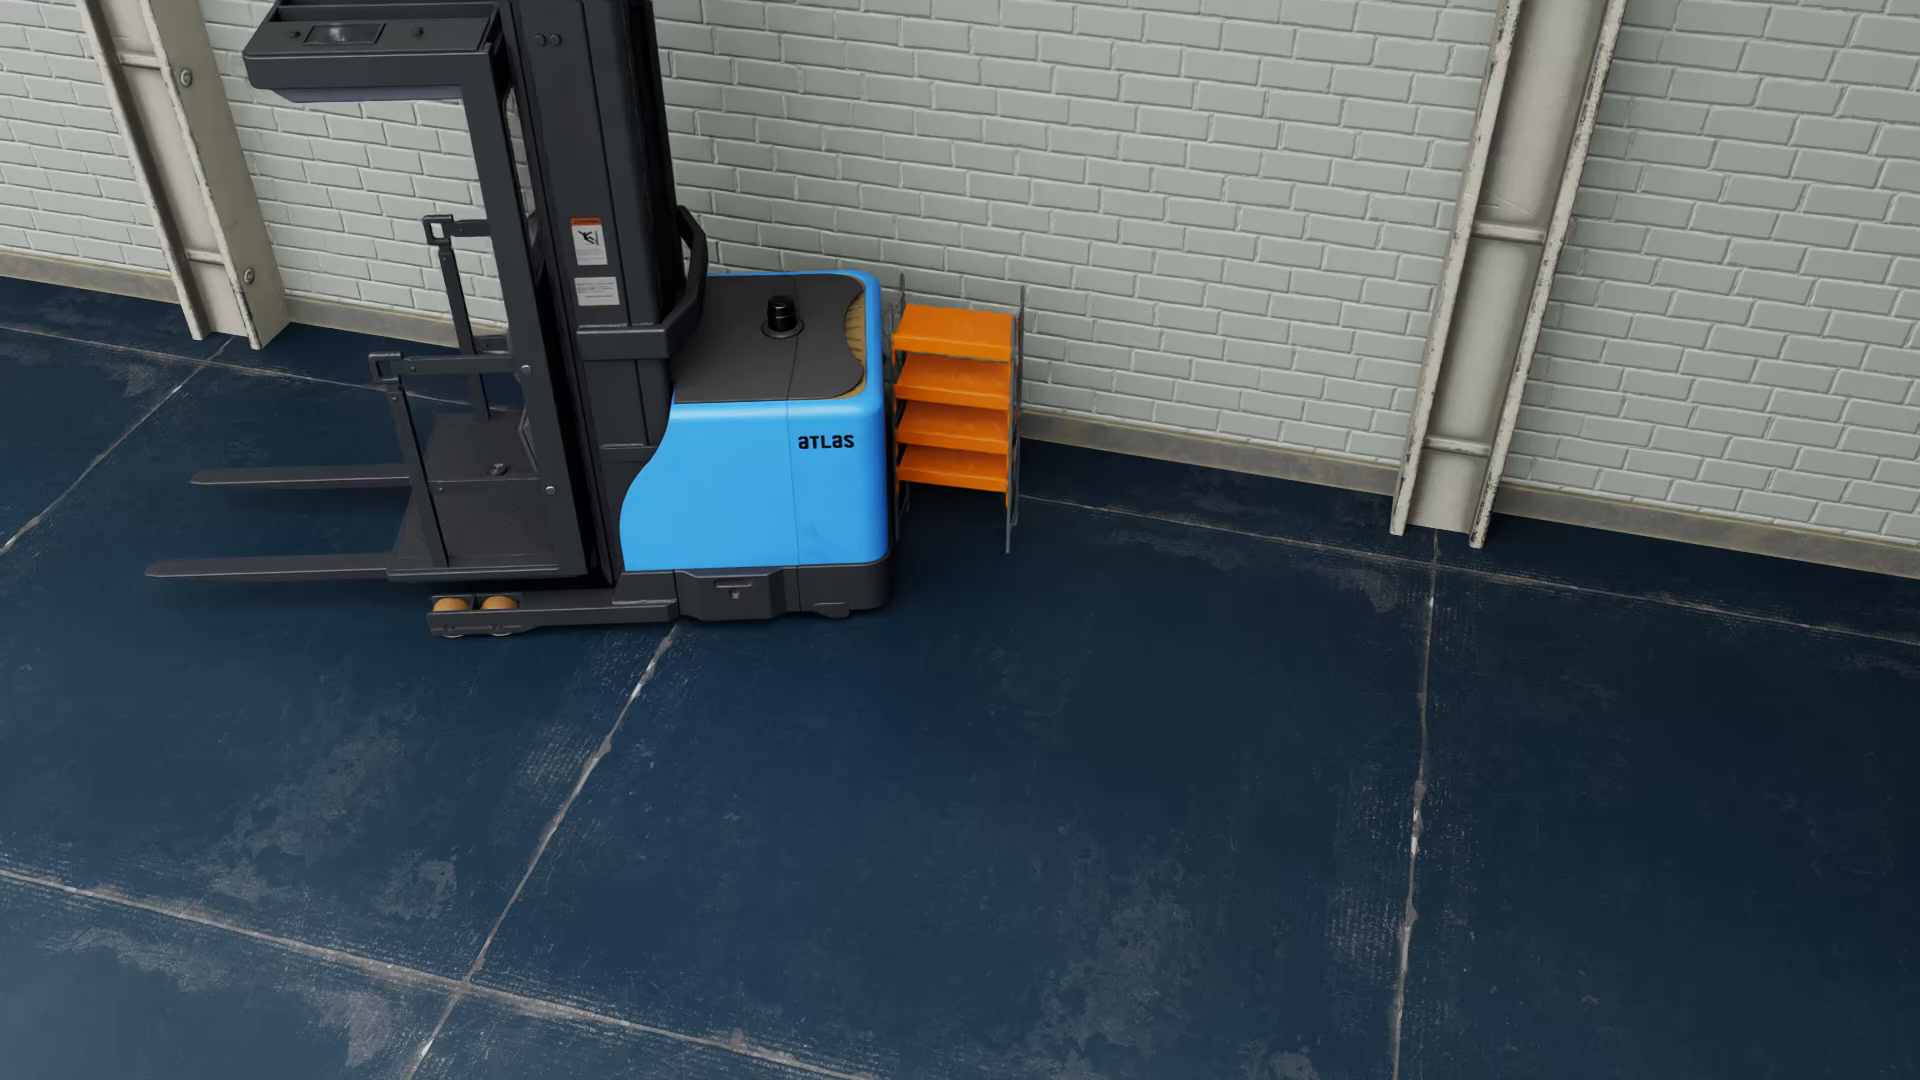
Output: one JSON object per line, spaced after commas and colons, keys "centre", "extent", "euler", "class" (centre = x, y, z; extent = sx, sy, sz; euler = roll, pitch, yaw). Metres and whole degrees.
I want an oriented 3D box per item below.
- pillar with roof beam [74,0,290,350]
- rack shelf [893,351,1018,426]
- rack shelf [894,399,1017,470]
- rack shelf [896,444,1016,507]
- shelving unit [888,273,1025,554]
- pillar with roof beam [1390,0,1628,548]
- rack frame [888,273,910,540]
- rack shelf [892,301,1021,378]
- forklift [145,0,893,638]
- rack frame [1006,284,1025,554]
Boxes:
{"centre": [-4.795, -1.860, 2.467], "extent": [0.400, 9.000, 9.100], "euler": [10, 41, 11], "class": "pillar with roof beam"}
{"centre": [-0.012, -0.625, 6.818], "extent": [0.480, 0.148, 0.258], "euler": [7, 41, 8], "class": "rack shelf"}
{"centre": [-0.012, -0.454, 6.962], "extent": [0.480, 0.148, 0.258], "euler": [7, 41, 8], "class": "rack shelf"}
{"centre": [-0.012, -0.302, 7.090], "extent": [0.480, 0.148, 0.258], "euler": [7, 41, 8], "class": "rack shelf"}
{"centre": [-0.012, -0.505, 6.919], "extent": [0.503, 1.200, 0.258], "euler": [7, 41, 8], "class": "shelving unit"}
{"centre": [1.001, -0.862, 1.280], "extent": [0.400, 9.000, 9.100], "euler": [10, 41, 11], "class": "pillar with roof beam"}
{"centre": [-0.252, -0.534, 6.953], "extent": [0.015, 1.200, 0.240], "euler": [7, 41, 8], "class": "rack frame"}
{"centre": [-0.012, -0.806, 6.666], "extent": [0.480, 0.148, 0.258], "euler": [7, 41, 8], "class": "rack shelf"}
{"centre": [-1.810, -1.075, 6.251], "extent": [3.031, 2.935, 1.130], "euler": [-2, 40, -2], "class": "forklift"}
{"centre": [0.228, -0.477, 6.885], "extent": [0.015, 1.200, 0.240], "euler": [7, 41, 8], "class": "rack frame"}
